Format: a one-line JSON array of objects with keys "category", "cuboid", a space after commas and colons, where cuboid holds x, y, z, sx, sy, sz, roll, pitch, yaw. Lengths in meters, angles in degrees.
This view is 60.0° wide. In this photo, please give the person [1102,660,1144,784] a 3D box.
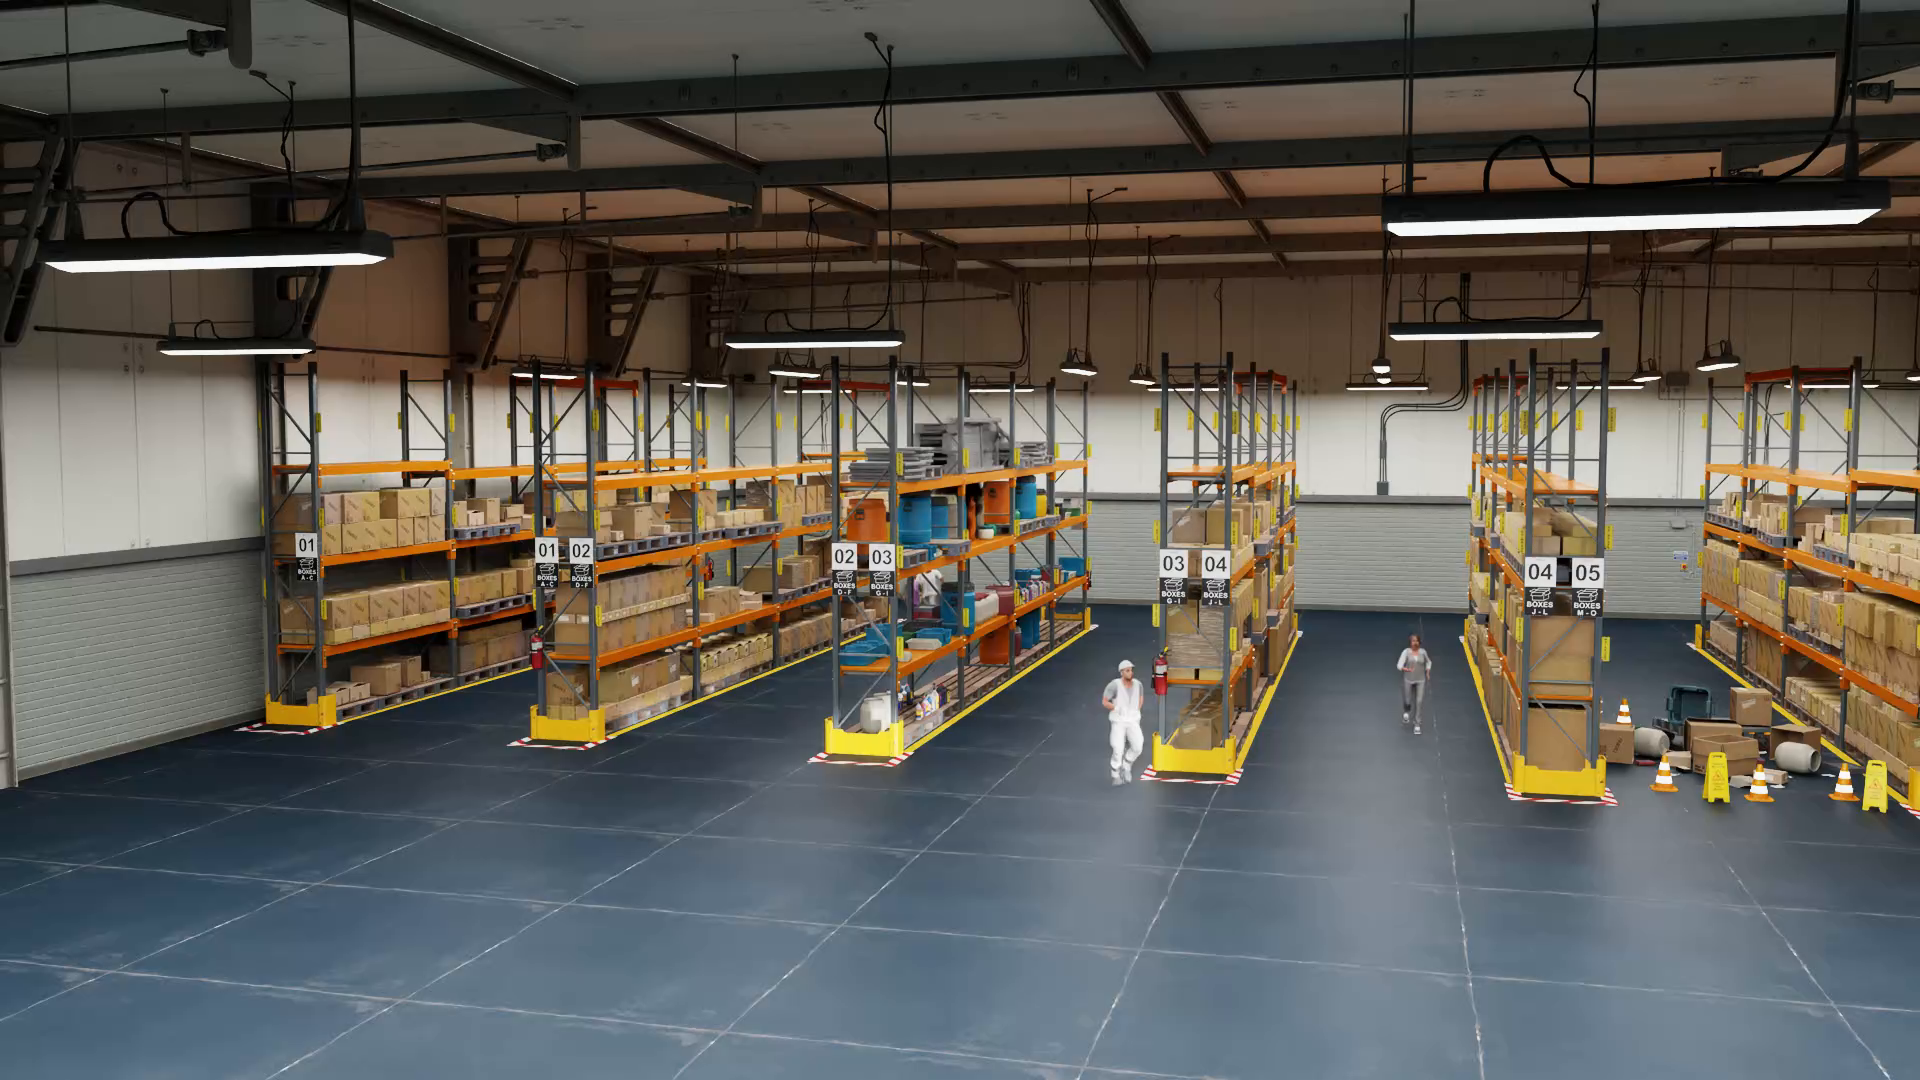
[{"category": "person", "cuboid": [2.290, 2.520, 22.923, 0.679, 1.743, 0.673, -1, 4, -15]}]

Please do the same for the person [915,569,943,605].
[{"category": "person", "cuboid": [-0.776, 1.345, 39.662, 0.732, 1.842, 0.689, 0, 4, 5]}]

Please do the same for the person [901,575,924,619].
[{"category": "person", "cuboid": [-1.098, 1.520, 38.259, 0.539, 1.591, 0.831, 0, 4, 0]}]

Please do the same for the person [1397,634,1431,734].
[{"category": "person", "cuboid": [7.372, 2.320, 26.978, 0.552, 1.561, 0.819, 1, 4, 9]}]
